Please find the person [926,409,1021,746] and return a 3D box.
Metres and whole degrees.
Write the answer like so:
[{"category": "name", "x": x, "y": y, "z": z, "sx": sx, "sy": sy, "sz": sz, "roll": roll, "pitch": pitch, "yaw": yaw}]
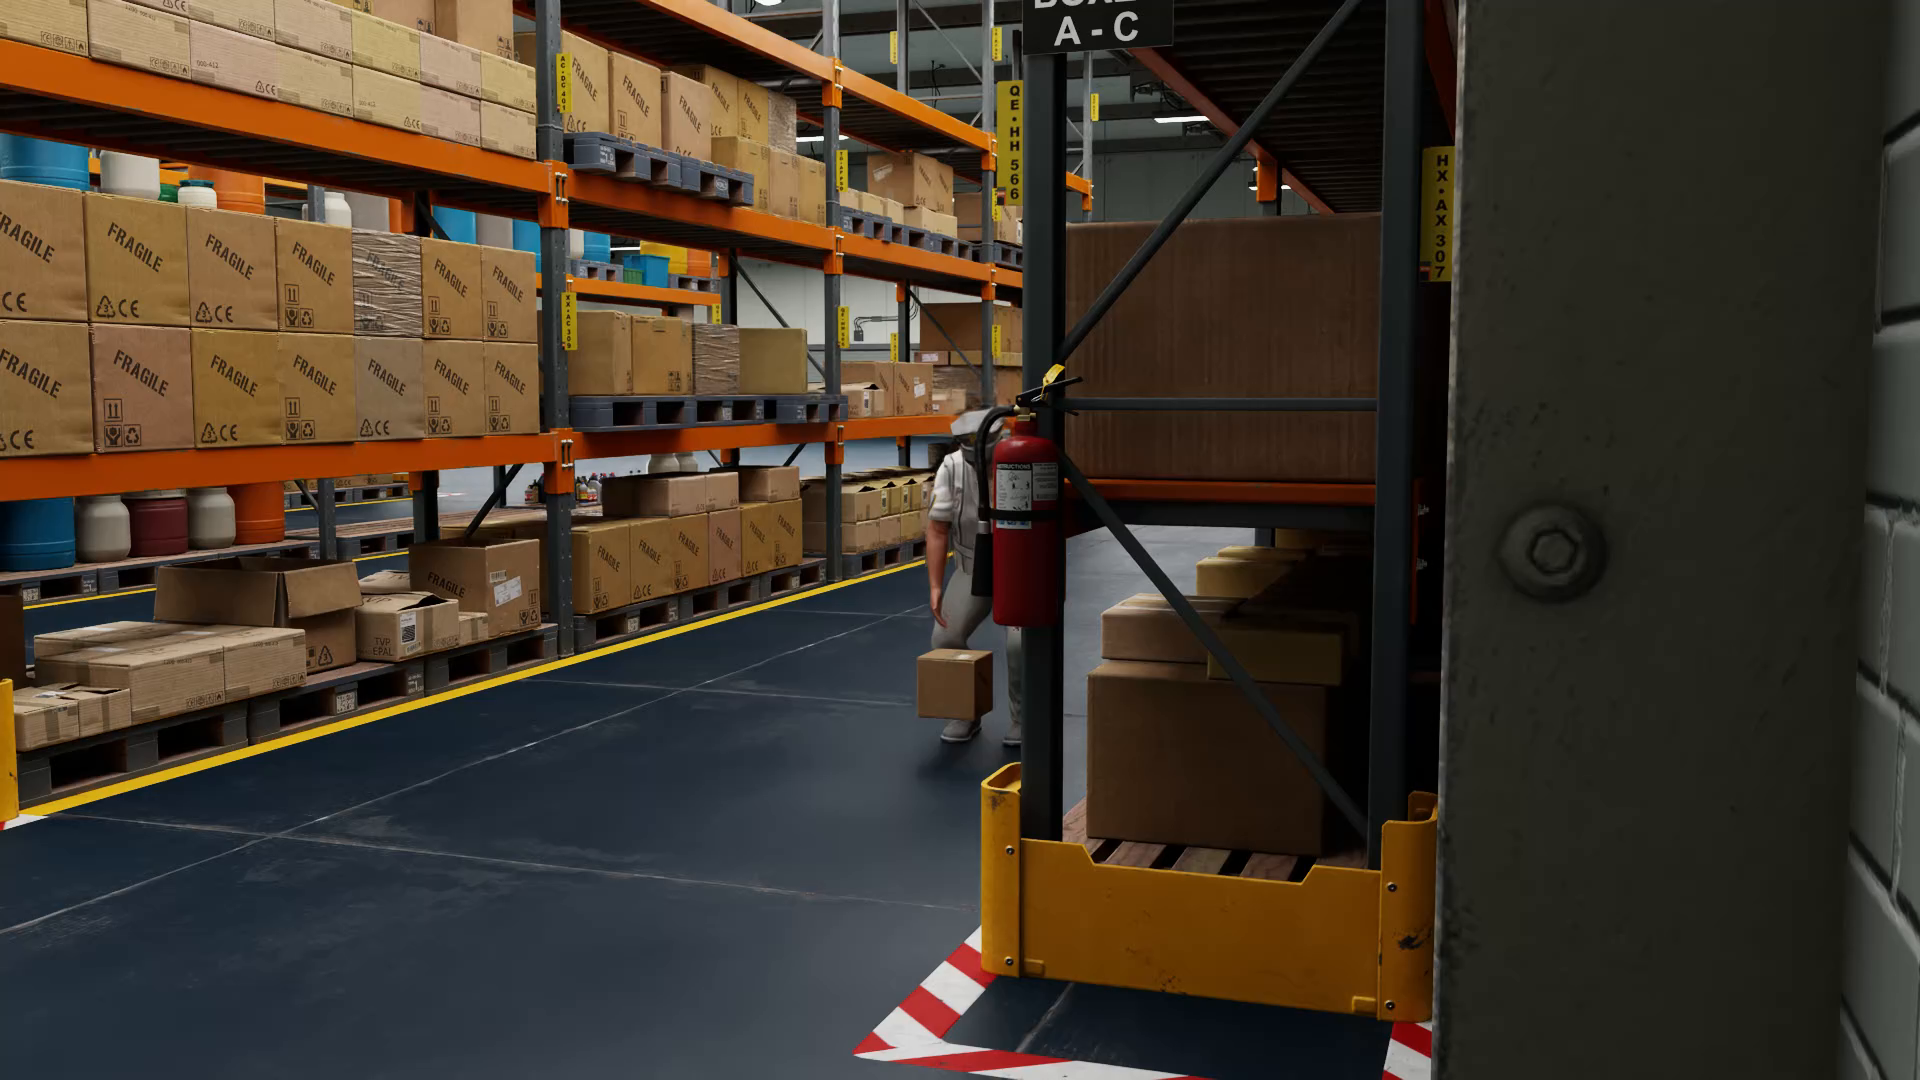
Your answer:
[{"category": "person", "x": 0.163, "y": 0.163, "z": 7.282, "sx": 0.590, "sy": 1.469, "sz": 0.770, "roll": 2, "pitch": 5, "yaw": 19}]
